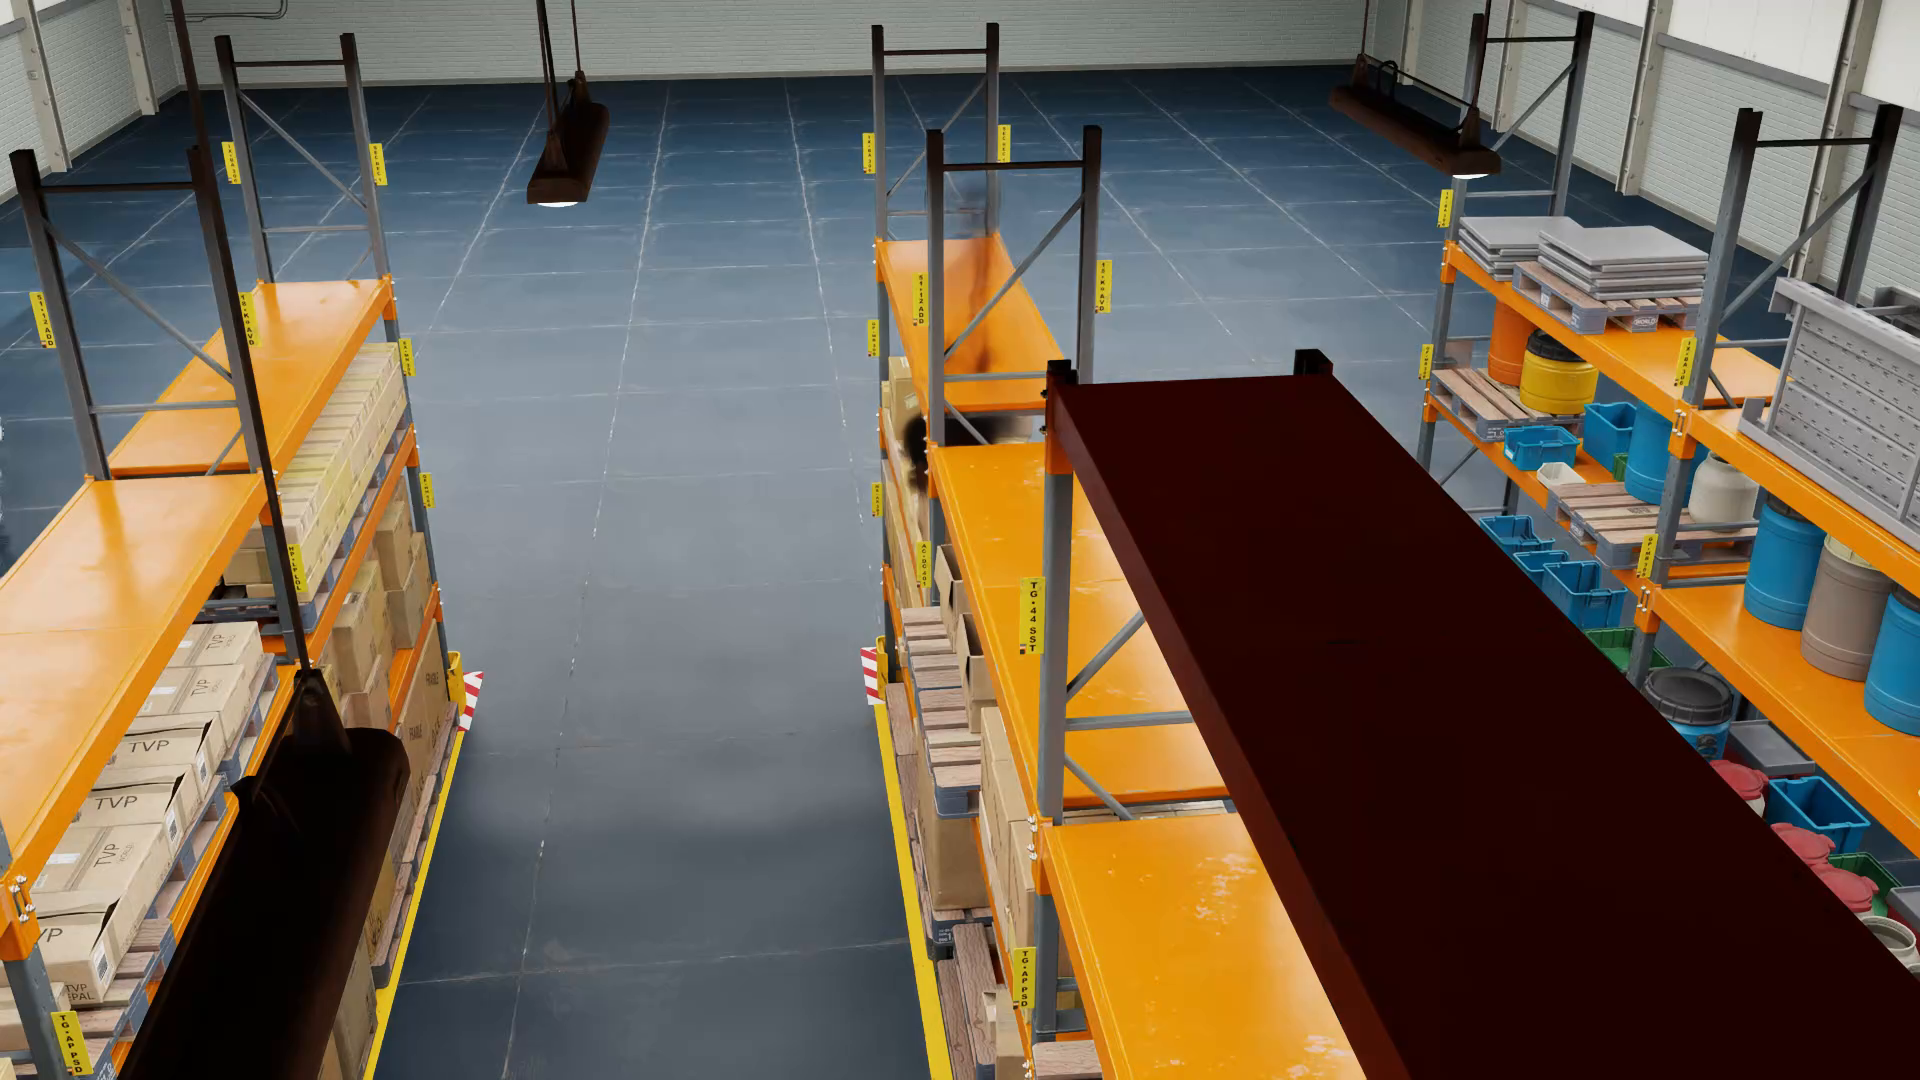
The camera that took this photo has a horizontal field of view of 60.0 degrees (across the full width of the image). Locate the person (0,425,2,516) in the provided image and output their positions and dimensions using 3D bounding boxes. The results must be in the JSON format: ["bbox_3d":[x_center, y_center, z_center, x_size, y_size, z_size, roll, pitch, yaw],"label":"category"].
[{"bbox_3d":[-11.037,-0.961,18.595,0.711,1.724,0.874,-18,31,-33],"label":"person"}]
